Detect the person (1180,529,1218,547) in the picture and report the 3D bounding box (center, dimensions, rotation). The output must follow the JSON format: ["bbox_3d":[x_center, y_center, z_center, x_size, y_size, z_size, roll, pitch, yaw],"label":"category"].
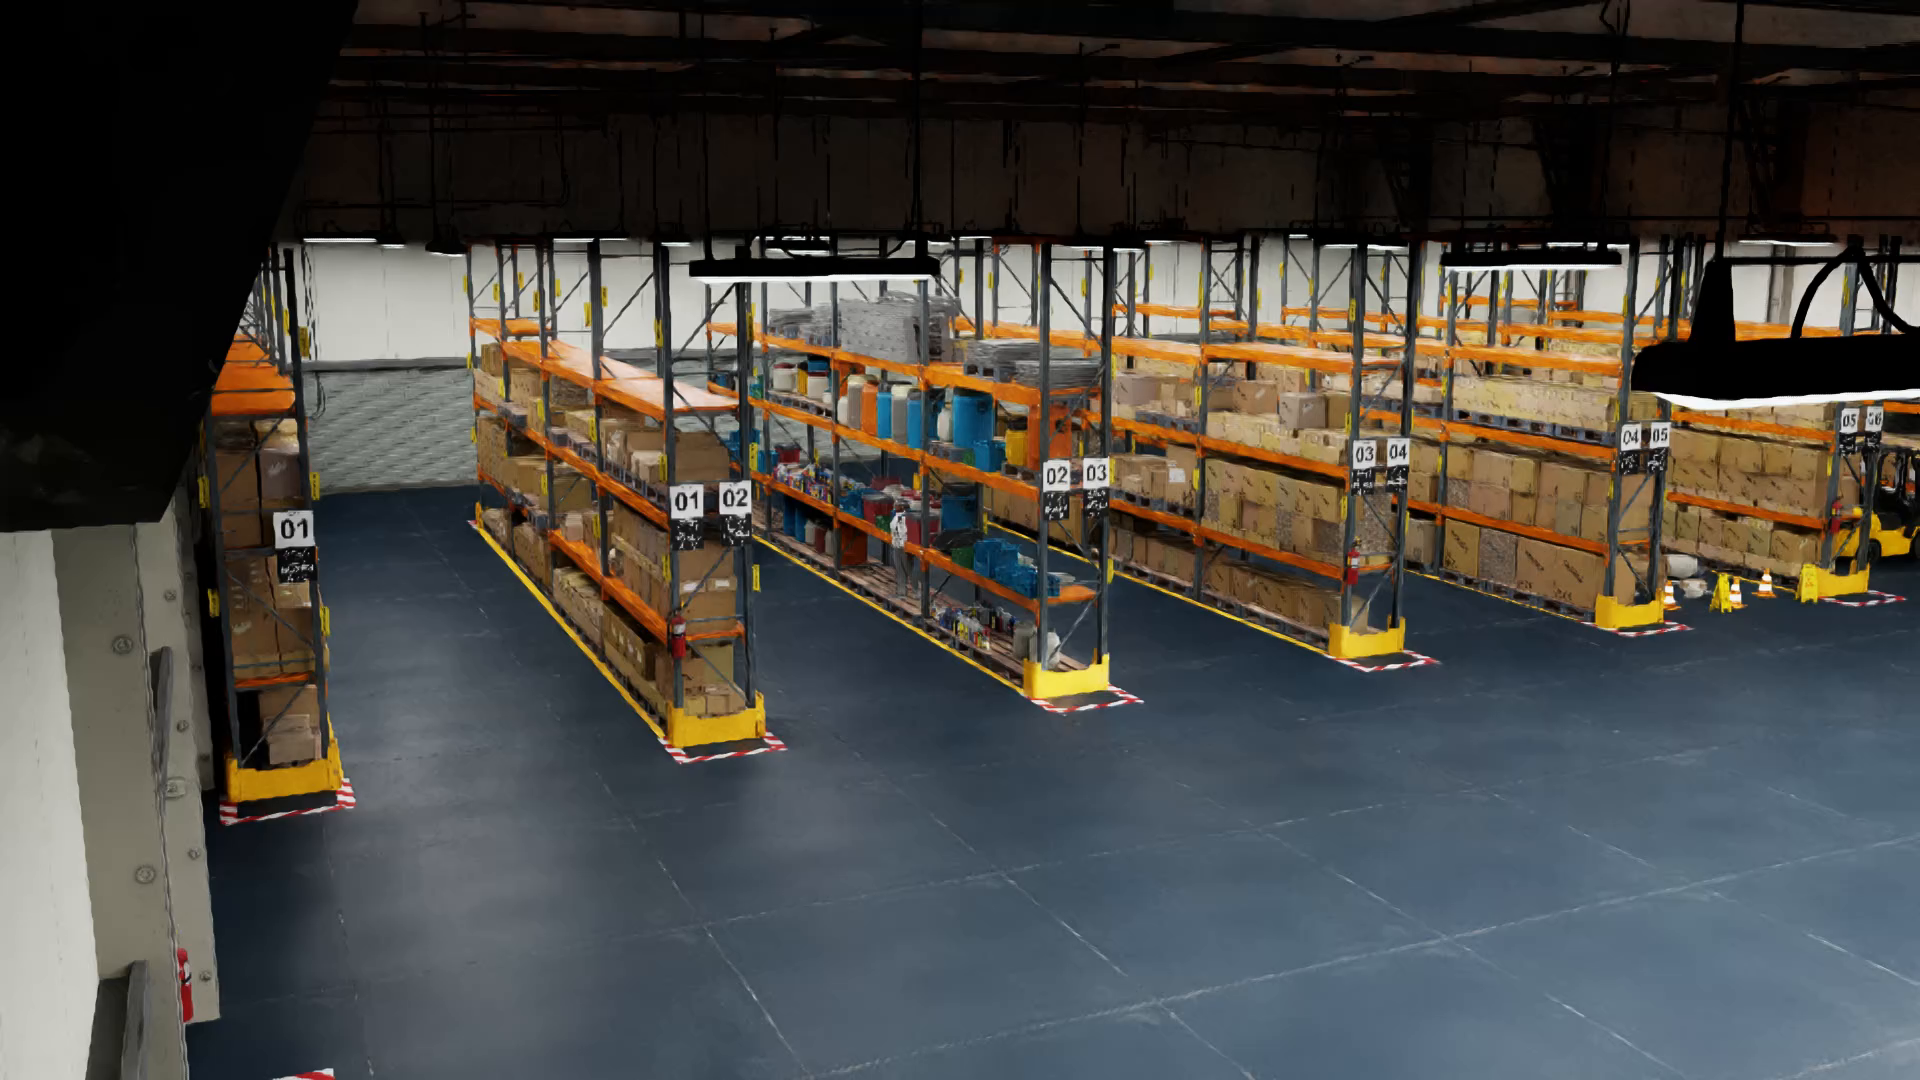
[{"bbox_3d":[4.521,-0.568,31.465,0.580,1.713,1.102,-7,13,-32],"label":"person"}]

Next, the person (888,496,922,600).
[{"bbox_3d":[-0.869,0.118,26.581,0.474,1.681,0.532,-7,13,-32],"label":"person"}]
